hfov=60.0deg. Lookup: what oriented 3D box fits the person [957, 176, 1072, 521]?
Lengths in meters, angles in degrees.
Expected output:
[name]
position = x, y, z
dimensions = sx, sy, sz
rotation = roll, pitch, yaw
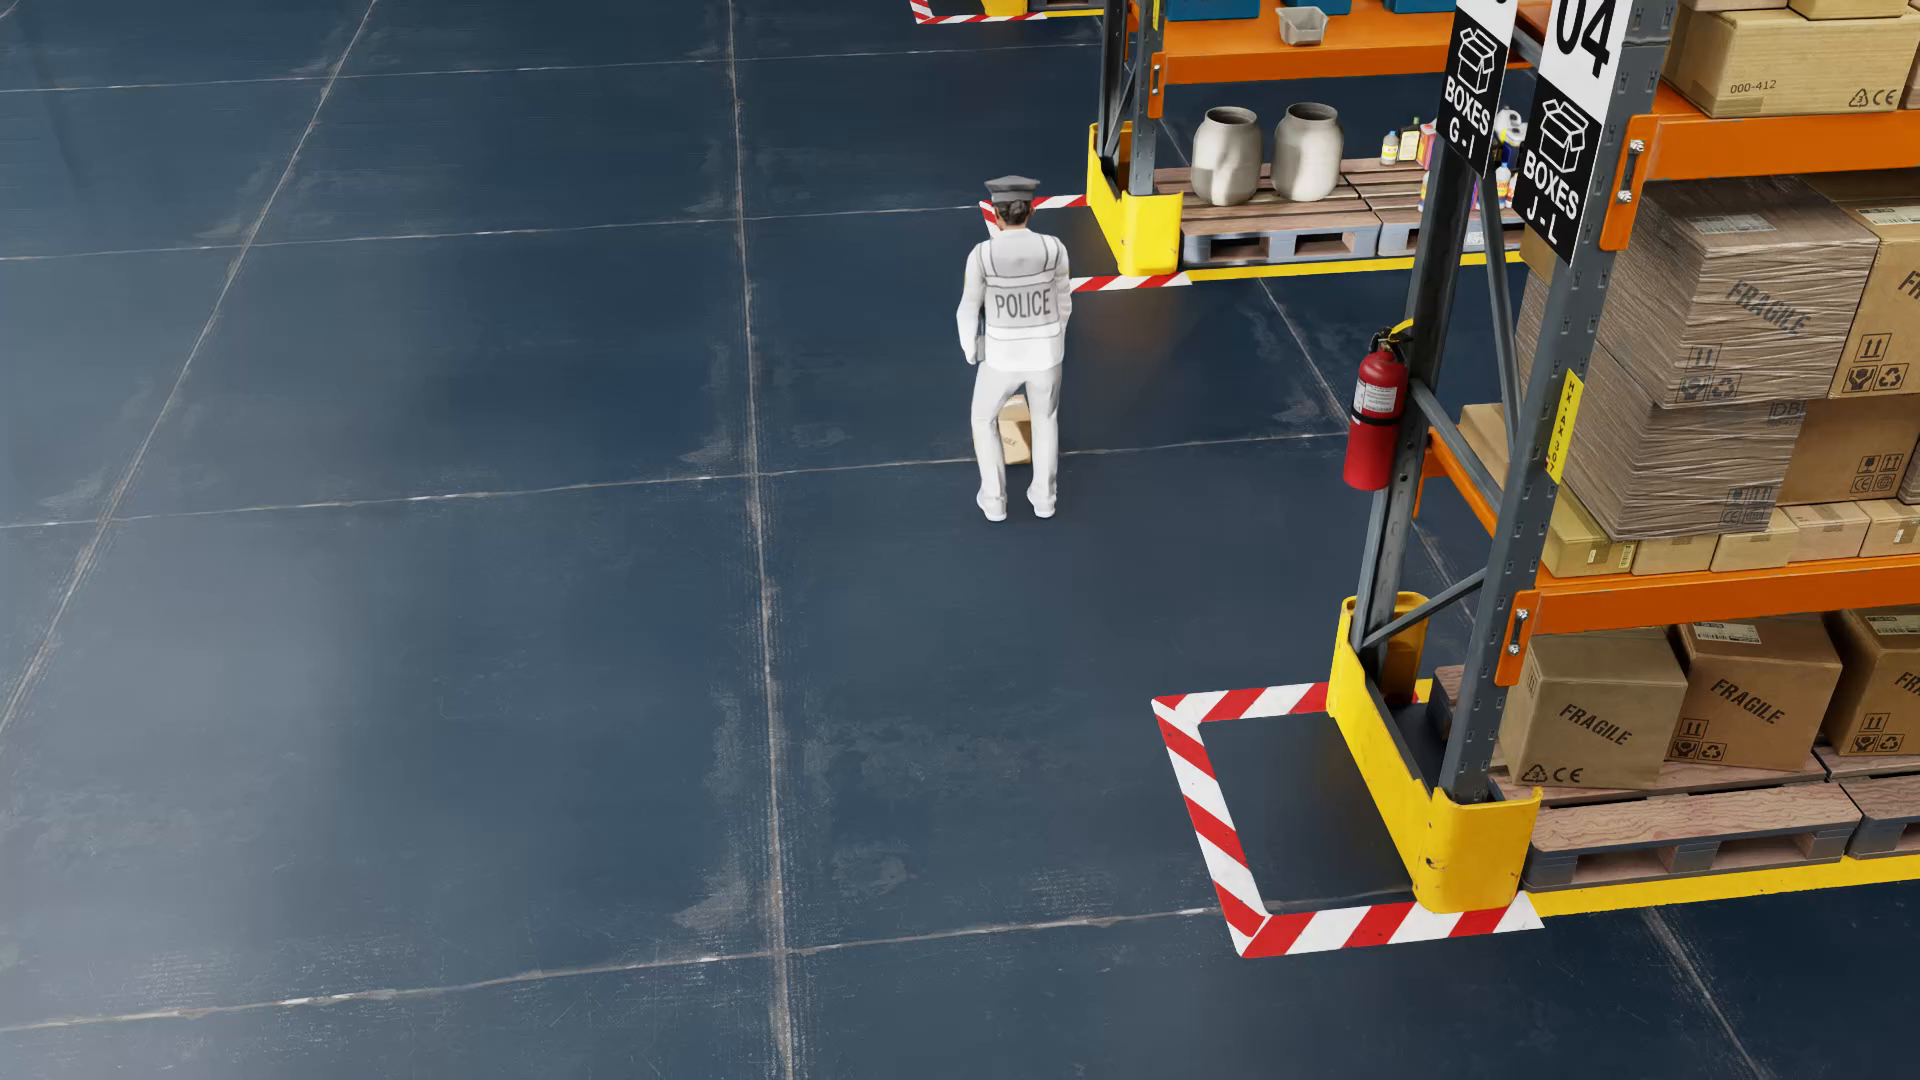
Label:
[person]
position = 0.236, -0.825, 7.387
dimensions = 0.508, 1.604, 0.485
rotation = -4, 35, -5
